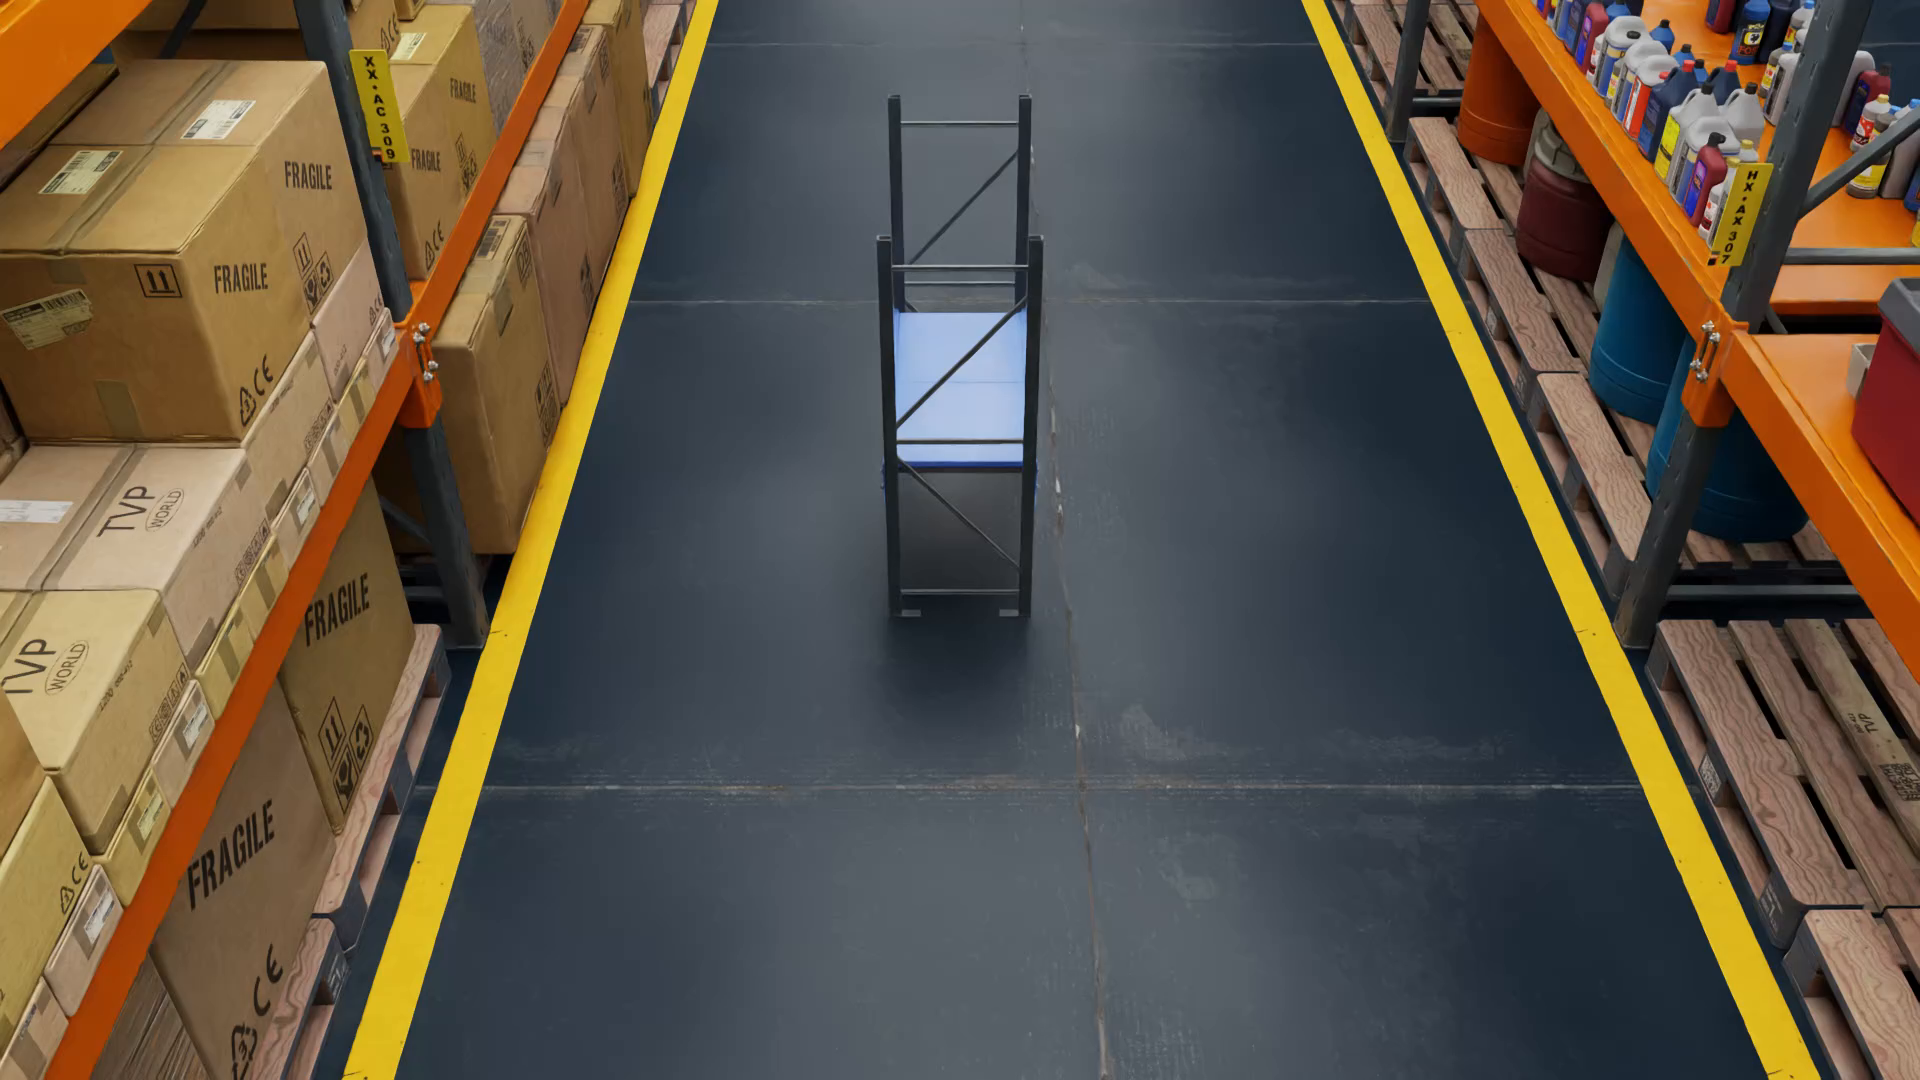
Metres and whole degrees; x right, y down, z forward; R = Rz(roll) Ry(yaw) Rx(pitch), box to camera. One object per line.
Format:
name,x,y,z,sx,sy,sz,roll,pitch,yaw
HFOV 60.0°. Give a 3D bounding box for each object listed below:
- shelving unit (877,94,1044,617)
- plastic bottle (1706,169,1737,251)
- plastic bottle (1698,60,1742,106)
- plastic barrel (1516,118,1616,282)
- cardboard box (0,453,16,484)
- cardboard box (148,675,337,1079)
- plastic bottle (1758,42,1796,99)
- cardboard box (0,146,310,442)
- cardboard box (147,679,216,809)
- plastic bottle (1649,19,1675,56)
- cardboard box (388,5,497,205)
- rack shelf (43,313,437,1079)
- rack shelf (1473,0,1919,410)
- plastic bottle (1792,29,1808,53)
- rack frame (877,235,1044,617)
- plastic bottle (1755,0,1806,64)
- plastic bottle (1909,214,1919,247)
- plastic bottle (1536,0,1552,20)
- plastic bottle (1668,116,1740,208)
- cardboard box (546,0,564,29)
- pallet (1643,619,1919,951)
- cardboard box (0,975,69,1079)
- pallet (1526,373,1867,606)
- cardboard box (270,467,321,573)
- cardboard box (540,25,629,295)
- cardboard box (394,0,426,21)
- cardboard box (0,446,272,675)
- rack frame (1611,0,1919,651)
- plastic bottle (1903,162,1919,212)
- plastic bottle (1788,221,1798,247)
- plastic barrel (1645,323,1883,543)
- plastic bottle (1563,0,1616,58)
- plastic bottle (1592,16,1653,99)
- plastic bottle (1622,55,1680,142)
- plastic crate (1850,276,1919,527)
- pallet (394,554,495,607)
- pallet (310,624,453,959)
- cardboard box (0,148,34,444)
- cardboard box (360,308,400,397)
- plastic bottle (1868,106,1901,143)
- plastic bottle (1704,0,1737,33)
shelving unit,0.000,-0.639,5.848,0.538,1.500,1.048,0,39,0
plastic bottle,2.476,-1.024,5.229,0.152,0.276,0.135,0,39,0
plastic bottle,2.615,-1.498,5.760,0.144,0.351,0.185,0,39,0
plastic barrel,2.814,-1.539,7.364,0.600,0.588,0.708,0,39,0
cardboard box,-2.413,0.048,3.673,0.500,0.250,0.500,1,39,1
cardboard box,-2.232,0.818,4.194,0.875,0.875,0.875,0,39,0
plastic bottle,3.054,-1.751,6.195,0.097,0.201,0.097,0,39,0
cardboard box,-1.889,-0.573,3.848,0.500,0.500,0.500,0,39,0
cardboard box,-1.824,0.428,3.518,0.380,0.149,0.250,1,39,1
plastic bottle,2.599,-1.807,6.210,0.097,0.271,0.097,0,39,0
cardboard box,-1.906,-1.464,5.599,0.500,0.500,0.500,0,39,0
rack shelf,-2.151,0.708,3.543,1.077,0.370,4.000,0,39,0
rack shelf,2.797,-1.797,6.668,1.077,0.370,4.000,0,39,0
plastic bottle,3.179,-1.792,6.187,0.152,0.276,0.135,0,39,0
rack frame,0.000,-0.321,5.451,0.500,1.500,0.032,0,39,0
plastic bottle,3.182,-2.043,6.440,0.144,0.351,0.185,0,39,0
plastic bottle,3.123,-1.053,5.205,0.144,0.351,0.185,0,39,0
plastic bottle,2.428,-2.289,6.801,0.061,0.283,0.133,0,39,0
plastic bottle,2.475,-1.253,5.514,0.152,0.276,0.135,0,39,0
cardboard box,-1.911,-2.419,6.789,0.500,0.500,0.500,-1,39,-2
pallet,2.839,0.721,5.181,1.003,0.211,1.213,0,39,0
cardboard box,-1.822,0.912,2.915,0.380,0.149,0.250,-1,39,-1
pallet,2.840,-0.221,6.357,1.003,0.211,1.213,0,39,0
cardboard box,-1.825,-0.052,4.117,0.380,0.149,0.250,1,39,1
cardboard box,-2.185,-1.670,7.299,1.225,0.875,0.875,0,39,0
cardboard box,-2.152,-2.082,5.567,0.797,0.503,0.637,0,39,0
cardboard box,-1.887,0.038,3.686,0.500,0.250,0.500,1,39,1
rack frame,2.799,-0.827,4.883,1.000,3.000,0.127,0,39,0
plastic bottle,3.207,-1.222,5.480,0.097,0.271,0.097,0,39,0
plastic bottle,2.600,-1.007,5.267,0.097,0.201,0.097,0,39,0
plastic barrel,2.816,-0.512,5.832,0.600,0.901,0.708,0,39,0
plastic bottle,2.470,-2.071,6.475,0.144,0.351,0.185,0,39,0
plastic bottle,2.474,-1.797,6.193,0.152,0.276,0.135,0,39,0
plastic bottle,2.475,-1.568,5.907,0.152,0.276,0.135,0,39,0
plastic crate,2.550,-0.316,4.147,0.402,0.464,0.583,0,39,0
pallet,-2.230,-0.217,6.352,1.003,0.211,1.213,0,39,0
pallet,-2.231,0.741,5.157,1.003,0.211,1.213,0,39,0
cardboard box,-2.416,-0.566,3.839,0.500,0.500,0.500,0,39,0
cardboard box,-1.826,-0.535,4.719,0.380,0.149,0.250,0,39,0
plastic bottle,3.207,-1.401,5.759,0.097,0.201,0.097,0,39,0
plastic bottle,3.079,-2.199,6.689,0.061,0.283,0.133,0,39,0
